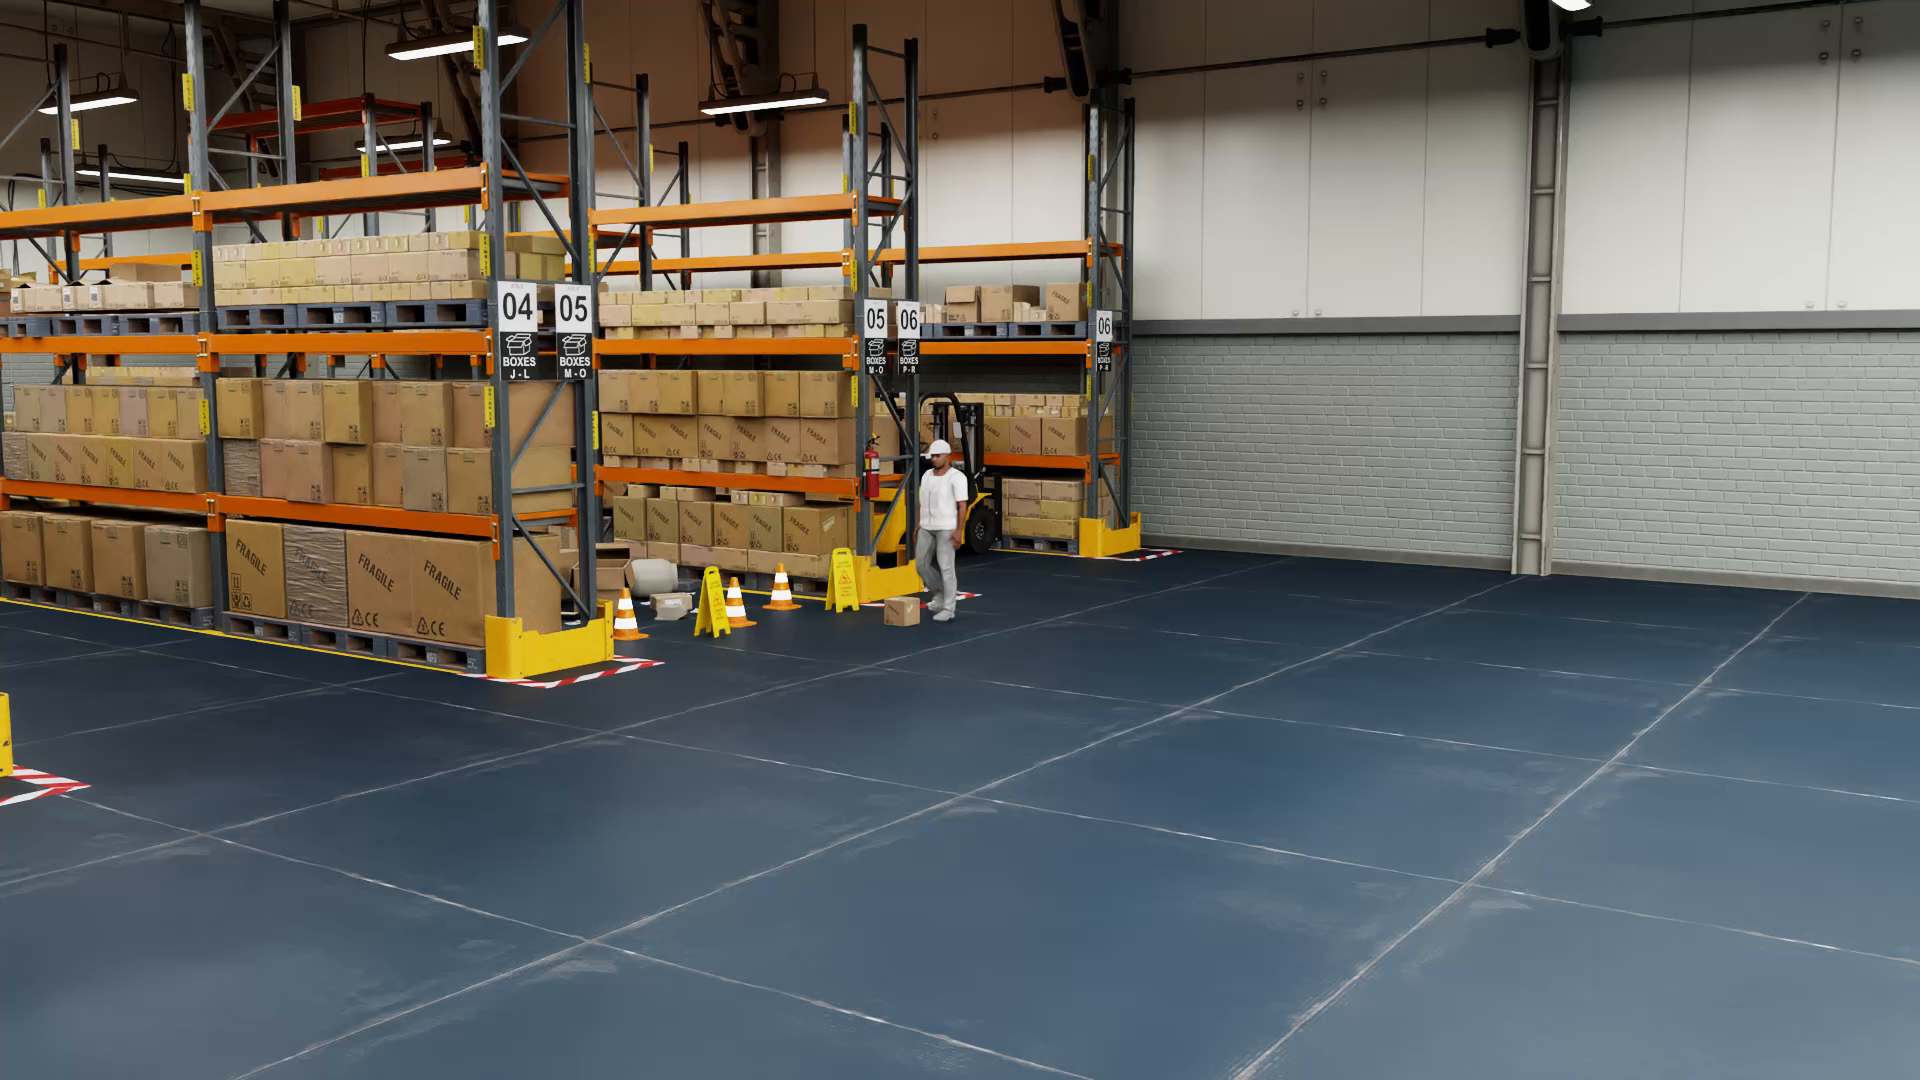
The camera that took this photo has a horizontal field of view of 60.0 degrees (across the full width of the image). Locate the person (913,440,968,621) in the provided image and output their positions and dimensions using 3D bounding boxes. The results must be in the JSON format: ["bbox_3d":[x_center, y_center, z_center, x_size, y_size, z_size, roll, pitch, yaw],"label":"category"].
[{"bbox_3d":[-0.203,-0.106,16.517,0.593,1.770,0.451,5,8,40],"label":"person"}]
